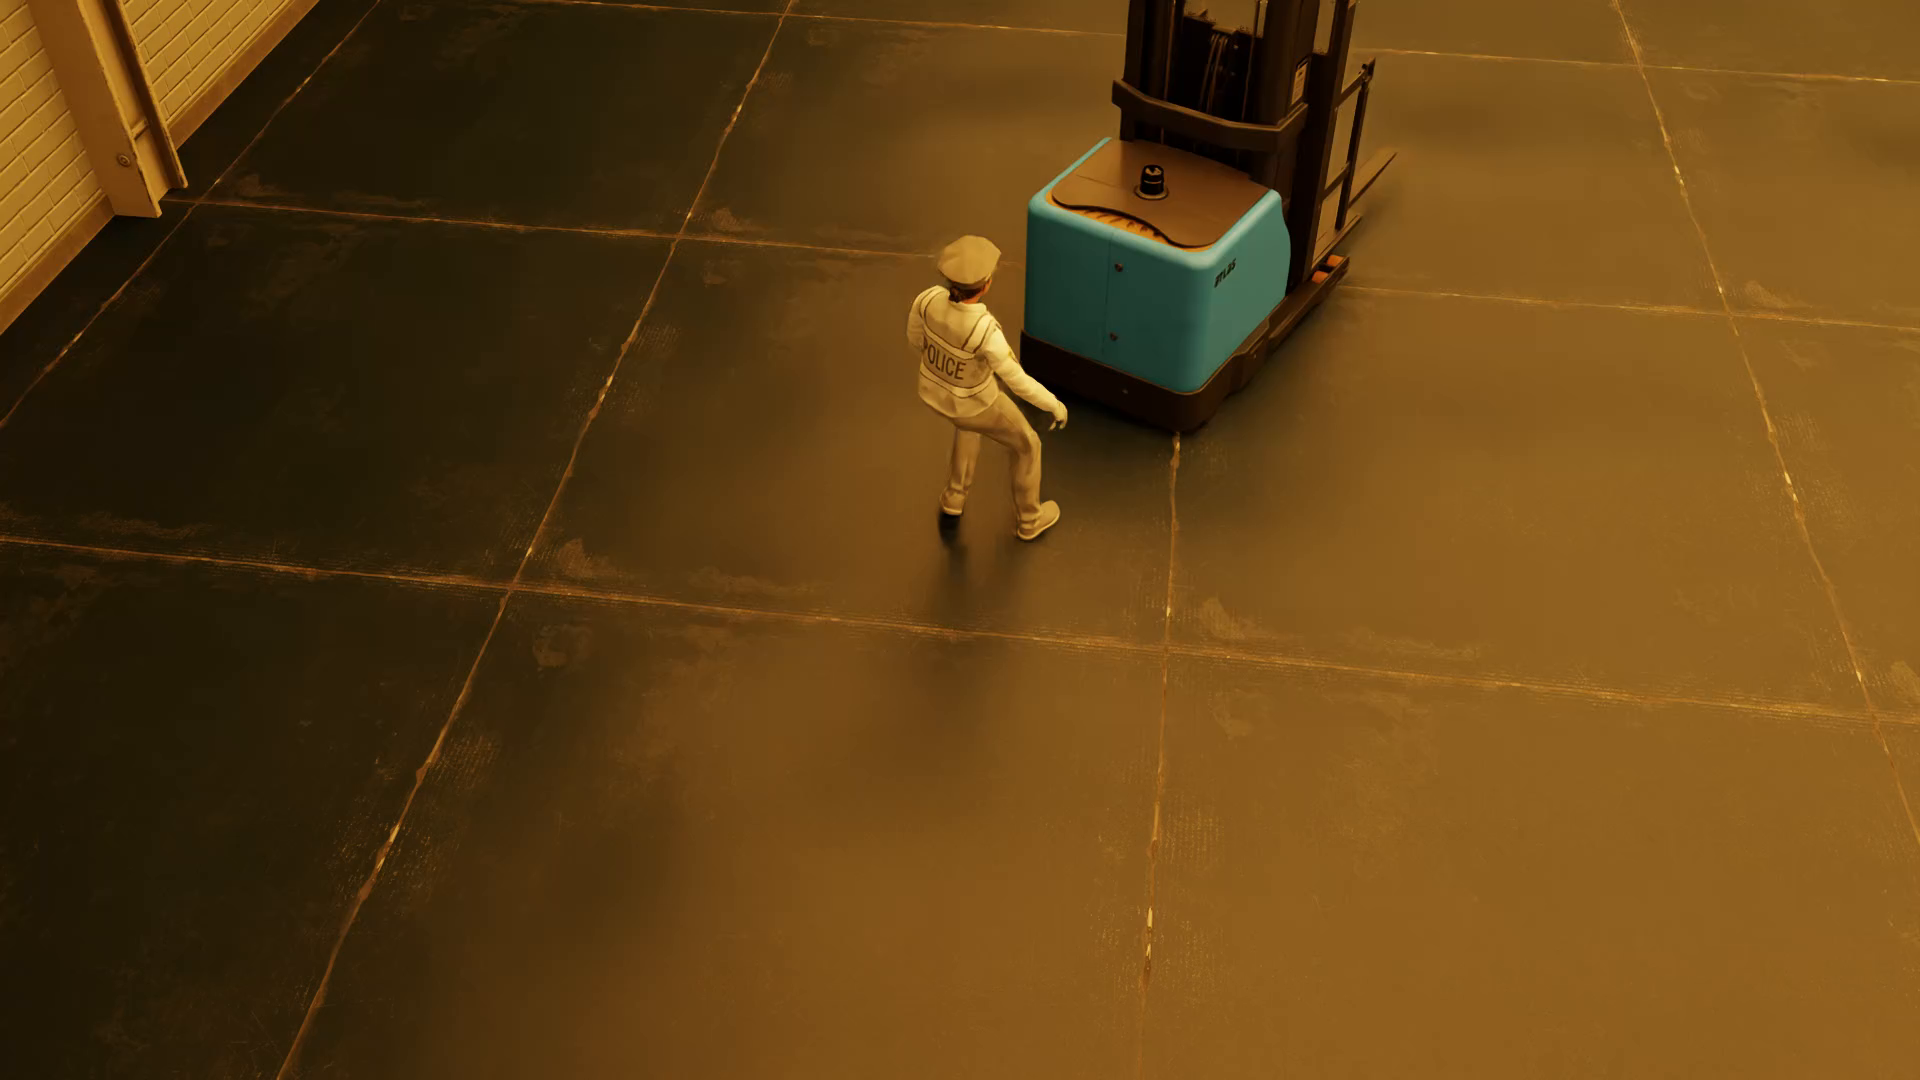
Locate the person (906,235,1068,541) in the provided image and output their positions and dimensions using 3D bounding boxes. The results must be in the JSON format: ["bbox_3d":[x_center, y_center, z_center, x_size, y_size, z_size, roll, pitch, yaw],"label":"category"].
[{"bbox_3d":[0.133,-0.689,7.458,0.714,1.591,0.549,31,51,29],"label":"person"}]

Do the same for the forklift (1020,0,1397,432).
[{"bbox_3d":[1.554,-2.589,8.543,1.130,2.935,3.031,24,48,24],"label":"forklift"}]
